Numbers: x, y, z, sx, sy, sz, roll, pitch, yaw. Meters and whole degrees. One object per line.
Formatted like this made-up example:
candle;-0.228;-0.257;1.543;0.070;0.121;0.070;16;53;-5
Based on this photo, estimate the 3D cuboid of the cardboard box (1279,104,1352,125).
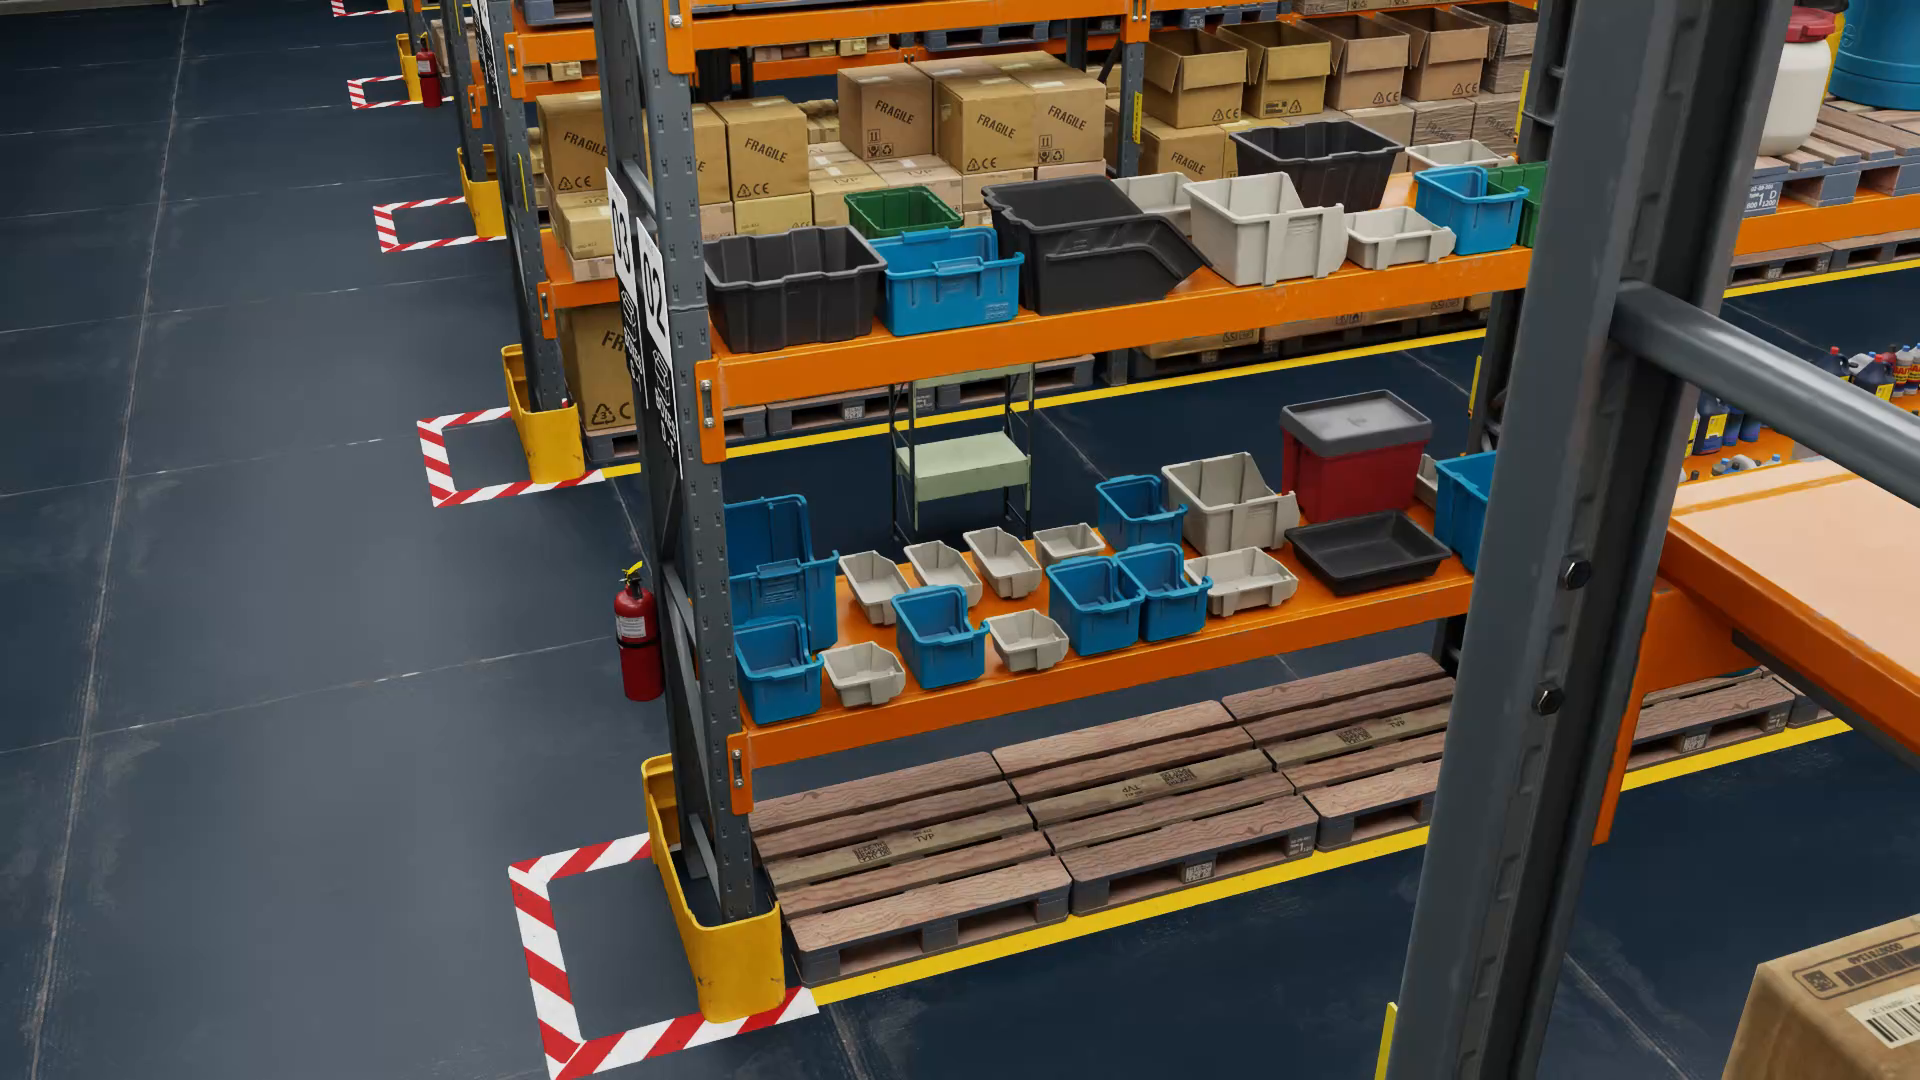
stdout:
cardboard box;2.439;-2.829;11.934;0.500;0.500;0.500;-11;32;-19

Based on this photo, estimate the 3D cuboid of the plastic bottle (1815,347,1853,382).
plastic bottle;4.487;-0.830;8.576;0.185;0.351;0.144;-10;31;-18

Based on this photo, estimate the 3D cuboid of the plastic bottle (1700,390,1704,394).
plastic bottle;3.628;-0.671;8.299;0.185;0.351;0.144;-10;31;-18

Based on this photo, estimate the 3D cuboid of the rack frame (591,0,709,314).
rack frame;-1.042;-2.267;4.988;0.127;3.000;1.000;-10;31;-18

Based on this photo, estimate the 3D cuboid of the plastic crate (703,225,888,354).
plastic crate;-0.583;-0.844;5.653;0.590;0.269;0.497;-10;31;-18

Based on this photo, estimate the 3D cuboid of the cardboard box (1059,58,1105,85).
cardboard box;1.108;-4.573;16.441;0.500;0.250;0.500;-9;31;-16

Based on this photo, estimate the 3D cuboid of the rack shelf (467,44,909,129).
rack shelf;-2.529;-4.309;15.361;4.000;0.370;1.077;-10;31;-18

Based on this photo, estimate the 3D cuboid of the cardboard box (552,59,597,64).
cardboard box;-3.394;-4.503;14.572;0.500;0.500;0.500;-10;31;-18

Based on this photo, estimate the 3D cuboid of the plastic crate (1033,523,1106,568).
plastic crate;0.460;0.041;7.204;0.250;0.136;0.298;-10;31;-18

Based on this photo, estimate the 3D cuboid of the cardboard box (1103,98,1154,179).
cardboard box;1.323;-2.899;12.058;0.500;0.500;0.500;-10;31;-17

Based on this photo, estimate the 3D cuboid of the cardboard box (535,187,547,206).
cardboard box;-3.801;-3.162;15.077;0.250;0.149;0.380;-10;31;-17

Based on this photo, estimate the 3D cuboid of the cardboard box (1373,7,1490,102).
cardboard box;3.427;-3.588;12.254;0.637;0.503;0.797;-10;31;-16

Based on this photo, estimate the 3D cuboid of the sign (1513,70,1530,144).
sign;2.517;-1.913;7.389;0.005;0.325;0.100;-10;31;-18

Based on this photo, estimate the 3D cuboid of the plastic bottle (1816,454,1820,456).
plastic bottle;4.032;-0.318;7.747;0.133;0.283;0.061;-10;31;-18

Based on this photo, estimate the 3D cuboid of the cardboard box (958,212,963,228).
cardboard box;-0.156;-2.157;11.110;0.250;0.149;0.380;-10;31;-17

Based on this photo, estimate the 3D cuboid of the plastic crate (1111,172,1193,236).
plastic crate;0.809;-1.321;6.624;0.530;0.136;0.437;-10;31;-18

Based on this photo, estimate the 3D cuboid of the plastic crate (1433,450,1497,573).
plastic crate;2.389;-0.131;7.255;0.575;0.384;0.392;-10;31;-18

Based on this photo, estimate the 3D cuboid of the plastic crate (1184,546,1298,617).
plastic crate;1.180;0.178;6.964;0.466;0.136;0.293;-10;31;-18

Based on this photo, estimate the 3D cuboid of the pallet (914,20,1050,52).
pallet;0.113;-4.948;15.949;1.213;0.211;1.003;-10;31;-18

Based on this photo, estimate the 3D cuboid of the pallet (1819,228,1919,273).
pallet;7.749;-2.683;14.596;1.213;0.211;1.003;-10;31;-18

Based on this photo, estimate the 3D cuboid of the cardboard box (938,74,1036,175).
cardboard box;0.172;-2.750;10.991;0.500;0.500;0.500;-10;31;-17

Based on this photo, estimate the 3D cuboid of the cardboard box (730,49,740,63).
cardboard box;-2.067;-4.473;15.176;0.250;0.149;0.380;-11;31;-18

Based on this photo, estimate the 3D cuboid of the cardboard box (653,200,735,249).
cardboard box;-1.740;-2.072;10.559;0.500;0.250;0.500;-11;31;-18

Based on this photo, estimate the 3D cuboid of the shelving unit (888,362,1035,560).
shelving unit;0.006;-0.653;9.731;0.755;1.500;0.431;-10;31;-18

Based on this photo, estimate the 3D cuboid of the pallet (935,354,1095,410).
pallet;0.240;-1.342;12.243;1.213;0.211;1.003;-10;31;-18

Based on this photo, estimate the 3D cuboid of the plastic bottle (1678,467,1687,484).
plastic bottle;3.188;-0.246;7.553;0.185;0.351;0.144;-10;31;-18

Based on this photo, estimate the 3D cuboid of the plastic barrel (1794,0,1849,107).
plastic barrel;3.492;-2.170;7.234;0.600;0.588;0.600;0;30;0

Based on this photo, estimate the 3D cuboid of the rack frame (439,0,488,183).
rack frame;-4.403;-4.277;14.577;0.127;3.000;1.000;-10;31;-18

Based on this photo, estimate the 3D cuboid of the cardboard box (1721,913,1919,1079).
cardboard box;1.158;0.761;1.593;0.500;0.500;0.700;-10;31;-18

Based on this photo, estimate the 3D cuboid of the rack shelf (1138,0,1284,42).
rack shelf;2.855;-3.984;11.760;4.000;0.370;1.077;-10;31;-18

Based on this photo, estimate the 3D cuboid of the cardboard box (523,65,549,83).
cardboard box;-3.761;-4.134;14.581;0.250;0.149;0.380;-9;31;-16

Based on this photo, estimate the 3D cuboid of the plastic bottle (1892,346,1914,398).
plastic bottle;4.954;-0.893;8.769;0.097;0.271;0.097;0;30;0

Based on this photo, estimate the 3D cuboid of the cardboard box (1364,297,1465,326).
cardboard box;3.237;-2.338;12.897;0.875;0.875;1.225;-10;31;-17

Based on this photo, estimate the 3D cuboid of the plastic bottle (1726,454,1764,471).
plastic bottle;3.617;-0.263;7.657;0.135;0.276;0.152;-10;31;-18

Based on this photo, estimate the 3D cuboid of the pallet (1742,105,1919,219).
pallet;3.408;-1.752;7.307;1.003;0.211;1.213;-10;31;-18

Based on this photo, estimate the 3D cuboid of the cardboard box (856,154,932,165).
cardboard box;-0.503;-2.577;11.445;0.500;0.250;0.500;-10;31;-16

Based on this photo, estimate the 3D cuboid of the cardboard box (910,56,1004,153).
cardboard box;-0.022;-2.993;11.417;0.500;0.500;0.500;-10;31;-18

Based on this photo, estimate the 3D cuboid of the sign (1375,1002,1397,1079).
sign;0.507;0.690;1.935;0.005;0.325;0.100;-10;31;-18

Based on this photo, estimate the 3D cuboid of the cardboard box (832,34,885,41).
cardboard box;-1.009;-4.925;15.314;0.500;0.500;0.500;-10;31;-18

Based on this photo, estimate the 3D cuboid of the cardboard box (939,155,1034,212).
cardboard box;0.174;-2.424;11.176;0.500;0.250;0.500;-9;31;-16

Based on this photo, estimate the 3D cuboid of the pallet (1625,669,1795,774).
pallet;3.445;0.747;8.576;1.213;0.211;1.003;-10;31;-18

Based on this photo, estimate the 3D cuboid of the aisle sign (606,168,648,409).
aisle sign;-1.211;-0.913;6.047;0.004;0.787;0.394;-10;31;-18

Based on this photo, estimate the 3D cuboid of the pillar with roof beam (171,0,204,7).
pillar with roof beam;-9.299;-9.420;17.544;0.400;9.000;9.100;-10;31;-18

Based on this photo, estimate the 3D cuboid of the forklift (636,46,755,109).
forklift;-2.082;-3.586;13.434;1.130;2.935;3.031;8;31;13

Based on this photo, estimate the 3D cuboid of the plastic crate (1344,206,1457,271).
plastic crate;1.648;-1.143;6.313;0.466;0.136;0.293;-10;31;-18

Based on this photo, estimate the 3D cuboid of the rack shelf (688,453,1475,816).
rack shelf;0.833;0.307;7.258;4.000;0.370;1.077;-10;31;-18

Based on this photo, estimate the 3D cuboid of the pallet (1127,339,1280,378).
pallet;1.677;-1.605;12.704;1.213;0.211;1.003;-10;31;-18

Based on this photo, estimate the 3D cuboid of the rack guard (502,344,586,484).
rack guard;-2.791;-0.868;11.118;0.348;0.500;1.175;-10;31;-18

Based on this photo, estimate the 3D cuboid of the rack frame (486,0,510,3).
rack frame;-2.769;-4.565;9.022;0.127;3.000;1.000;-10;31;-18

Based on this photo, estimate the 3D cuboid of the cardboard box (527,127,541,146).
cardboard box;-3.996;-3.688;15.398;0.250;0.149;0.380;-10;31;-17

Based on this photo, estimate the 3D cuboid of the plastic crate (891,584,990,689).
plastic crate;-0.078;0.383;6.506;0.300;0.233;0.416;-10;31;-18

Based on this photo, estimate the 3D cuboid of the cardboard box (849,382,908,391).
cardboard box;-0.510;-1.675;11.733;0.875;0.875;0.875;-10;31;-18

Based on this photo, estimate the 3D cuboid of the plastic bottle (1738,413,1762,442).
plastic bottle;3.966;-0.631;8.308;0.097;0.271;0.097;0;30;0

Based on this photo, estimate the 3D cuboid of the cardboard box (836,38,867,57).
cardboard box;-1.044;-4.605;15.407;0.250;0.149;0.380;-11;32;-19

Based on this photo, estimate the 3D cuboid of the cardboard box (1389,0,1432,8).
cardboard box;4.558;-5.829;17.201;0.500;0.500;0.500;-10;31;-18

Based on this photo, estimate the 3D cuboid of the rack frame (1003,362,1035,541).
rack frame;0.349;-0.716;9.842;0.023;1.500;0.400;-10;31;-18
